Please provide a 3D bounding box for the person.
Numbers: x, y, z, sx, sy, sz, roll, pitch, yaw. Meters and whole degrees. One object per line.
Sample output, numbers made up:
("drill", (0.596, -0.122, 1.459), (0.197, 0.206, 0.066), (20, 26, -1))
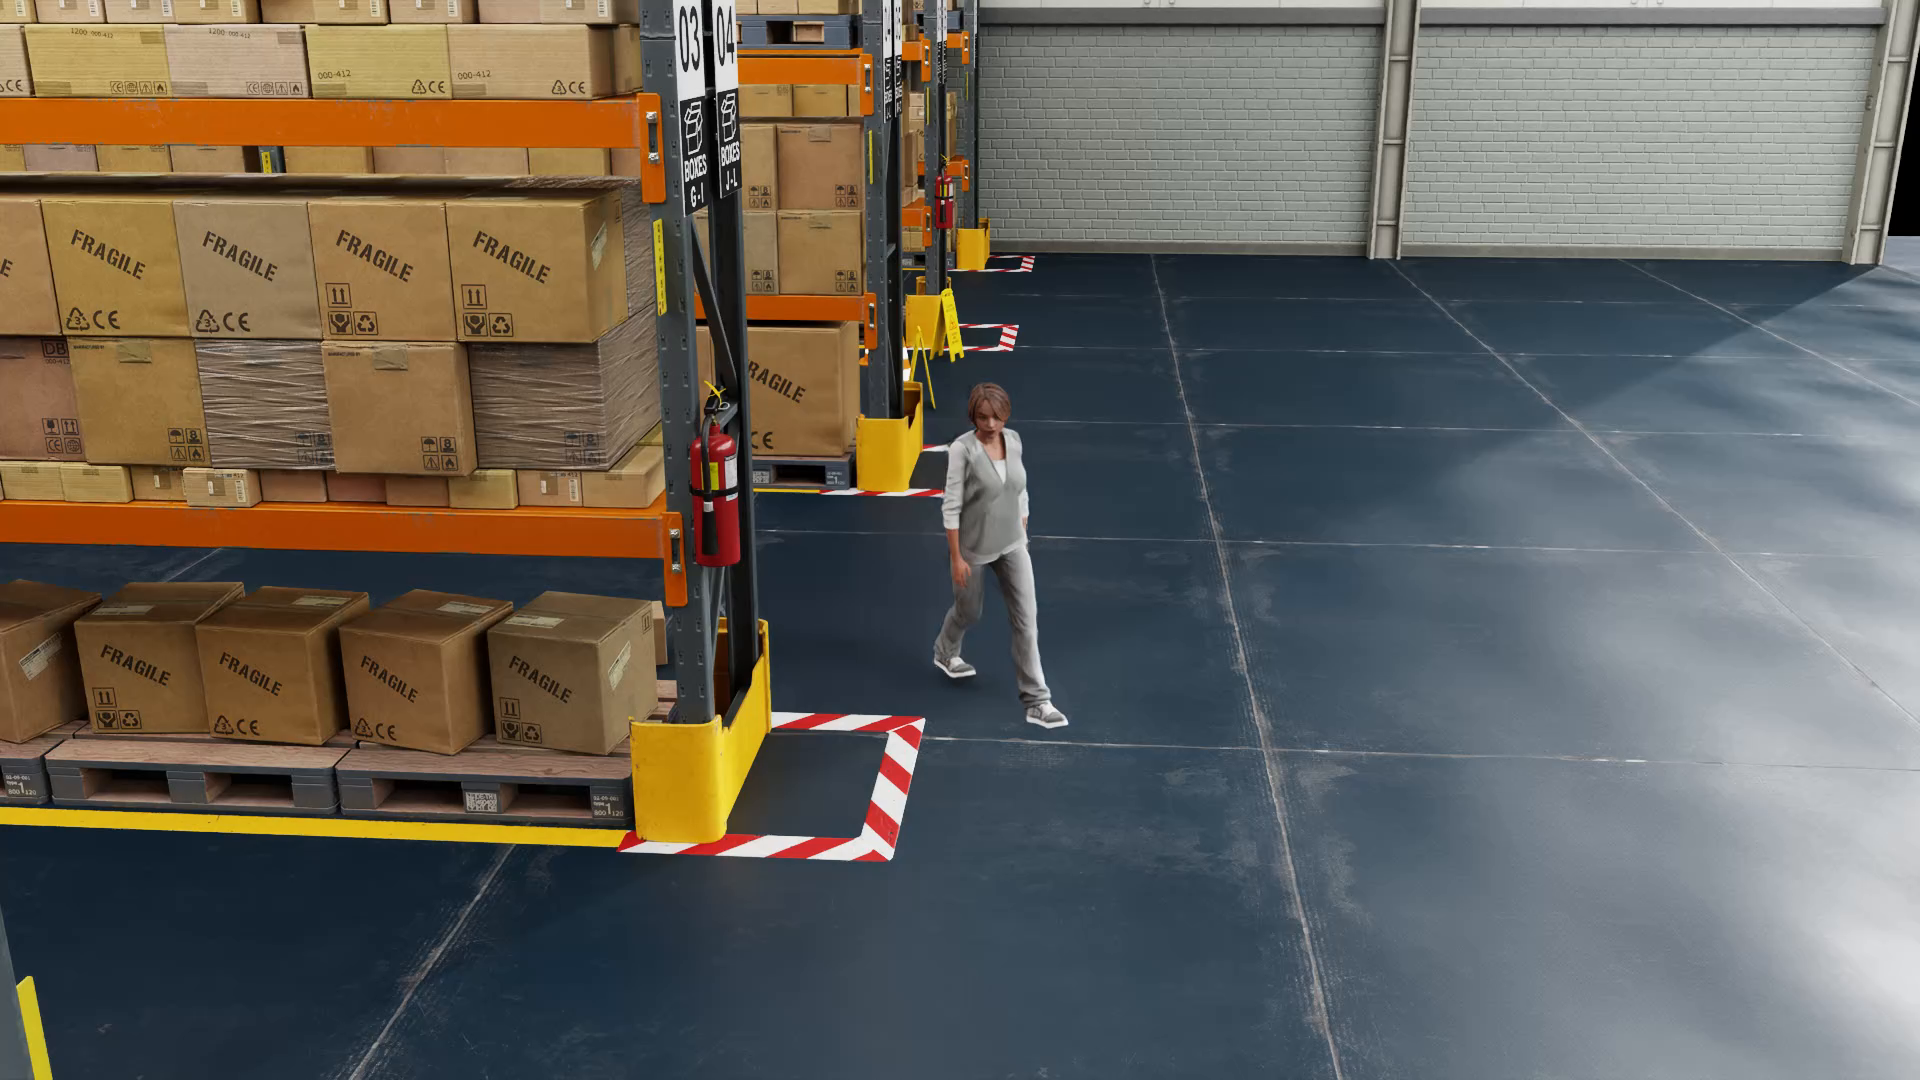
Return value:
("person", (0.149, 0.038, 7.483), (0.491, 1.517, 0.980), (-8, 19, -23))
